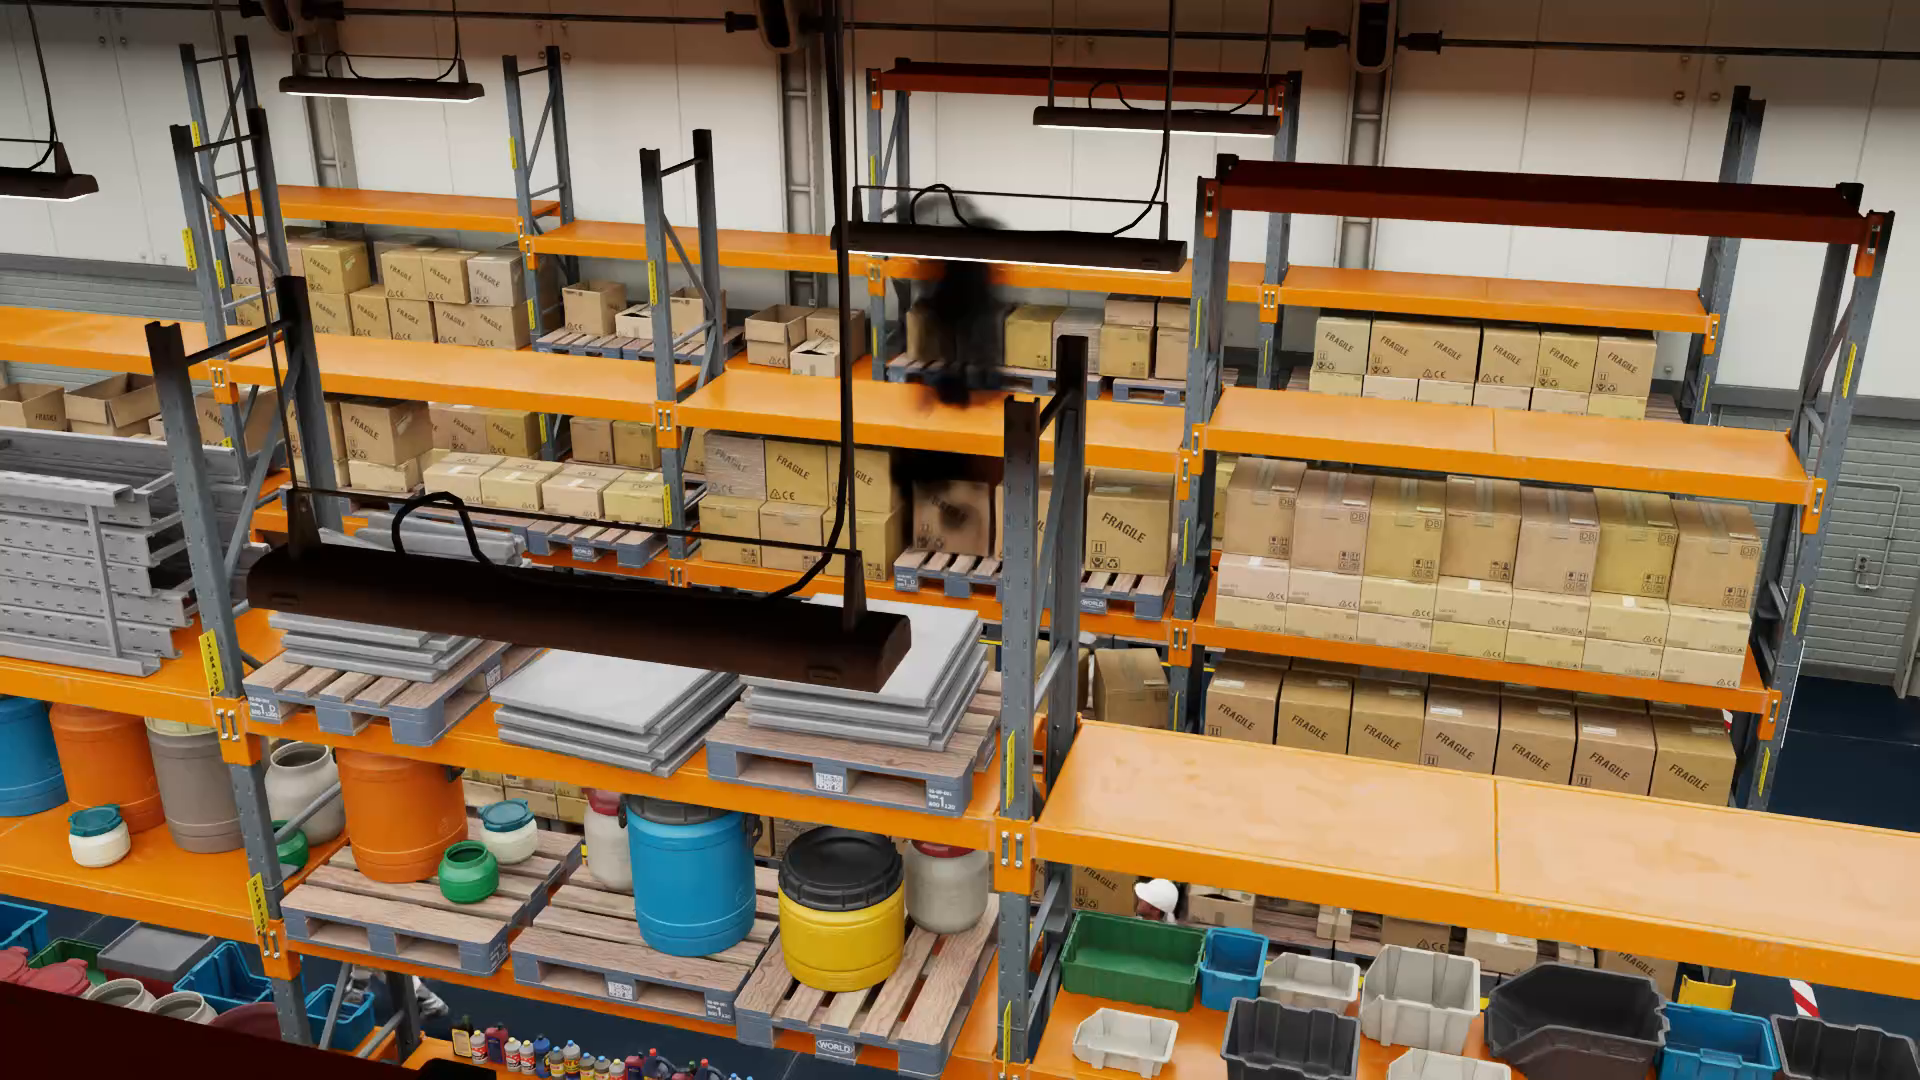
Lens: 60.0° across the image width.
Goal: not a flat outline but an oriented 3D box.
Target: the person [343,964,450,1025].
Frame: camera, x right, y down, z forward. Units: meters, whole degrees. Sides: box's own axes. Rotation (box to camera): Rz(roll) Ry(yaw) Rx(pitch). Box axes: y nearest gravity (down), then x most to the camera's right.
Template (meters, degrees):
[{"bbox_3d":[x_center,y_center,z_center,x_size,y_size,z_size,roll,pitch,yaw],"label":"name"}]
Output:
[{"bbox_3d":[-4.176,2.755,11.865,1.065,1.840,0.608,7,23,16],"label":"person"}]

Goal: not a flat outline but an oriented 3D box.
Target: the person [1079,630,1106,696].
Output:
[{"bbox_3d":[1.415,1.609,14.905,0.985,1.624,0.595,10,24,22],"label":"person"}]

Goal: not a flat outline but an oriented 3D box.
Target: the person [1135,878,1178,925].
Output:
[{"bbox_3d":[1.283,3.036,11.214,0.760,1.733,0.669,3,23,8],"label":"person"}]
